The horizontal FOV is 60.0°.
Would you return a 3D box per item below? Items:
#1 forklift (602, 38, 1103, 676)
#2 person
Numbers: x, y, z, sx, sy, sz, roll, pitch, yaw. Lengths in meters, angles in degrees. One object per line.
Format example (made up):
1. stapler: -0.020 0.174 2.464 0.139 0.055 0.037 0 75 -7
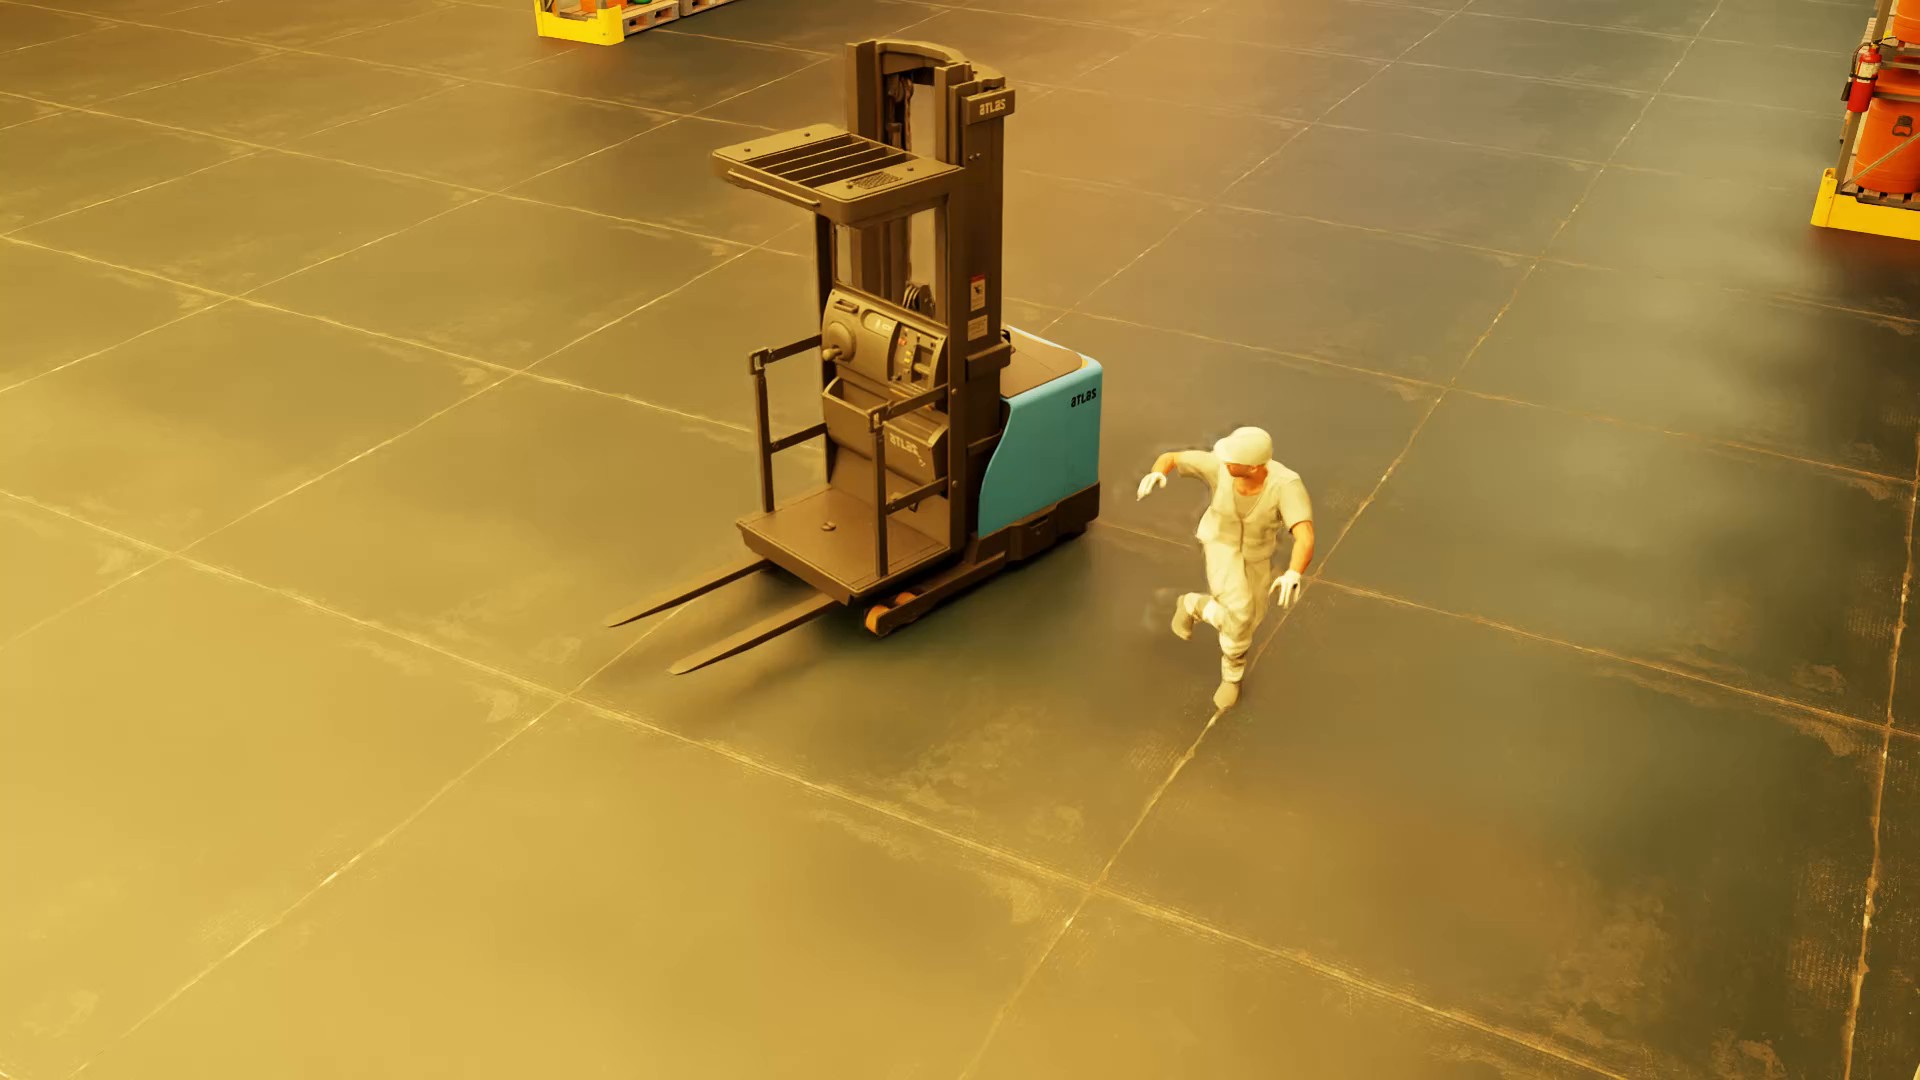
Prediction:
1. forklift: -0.569 -1.038 8.869 3.031 2.935 1.130 -25 39 -37
2. person: 1.288 0.134 8.290 0.845 1.507 1.130 0 30 -1
